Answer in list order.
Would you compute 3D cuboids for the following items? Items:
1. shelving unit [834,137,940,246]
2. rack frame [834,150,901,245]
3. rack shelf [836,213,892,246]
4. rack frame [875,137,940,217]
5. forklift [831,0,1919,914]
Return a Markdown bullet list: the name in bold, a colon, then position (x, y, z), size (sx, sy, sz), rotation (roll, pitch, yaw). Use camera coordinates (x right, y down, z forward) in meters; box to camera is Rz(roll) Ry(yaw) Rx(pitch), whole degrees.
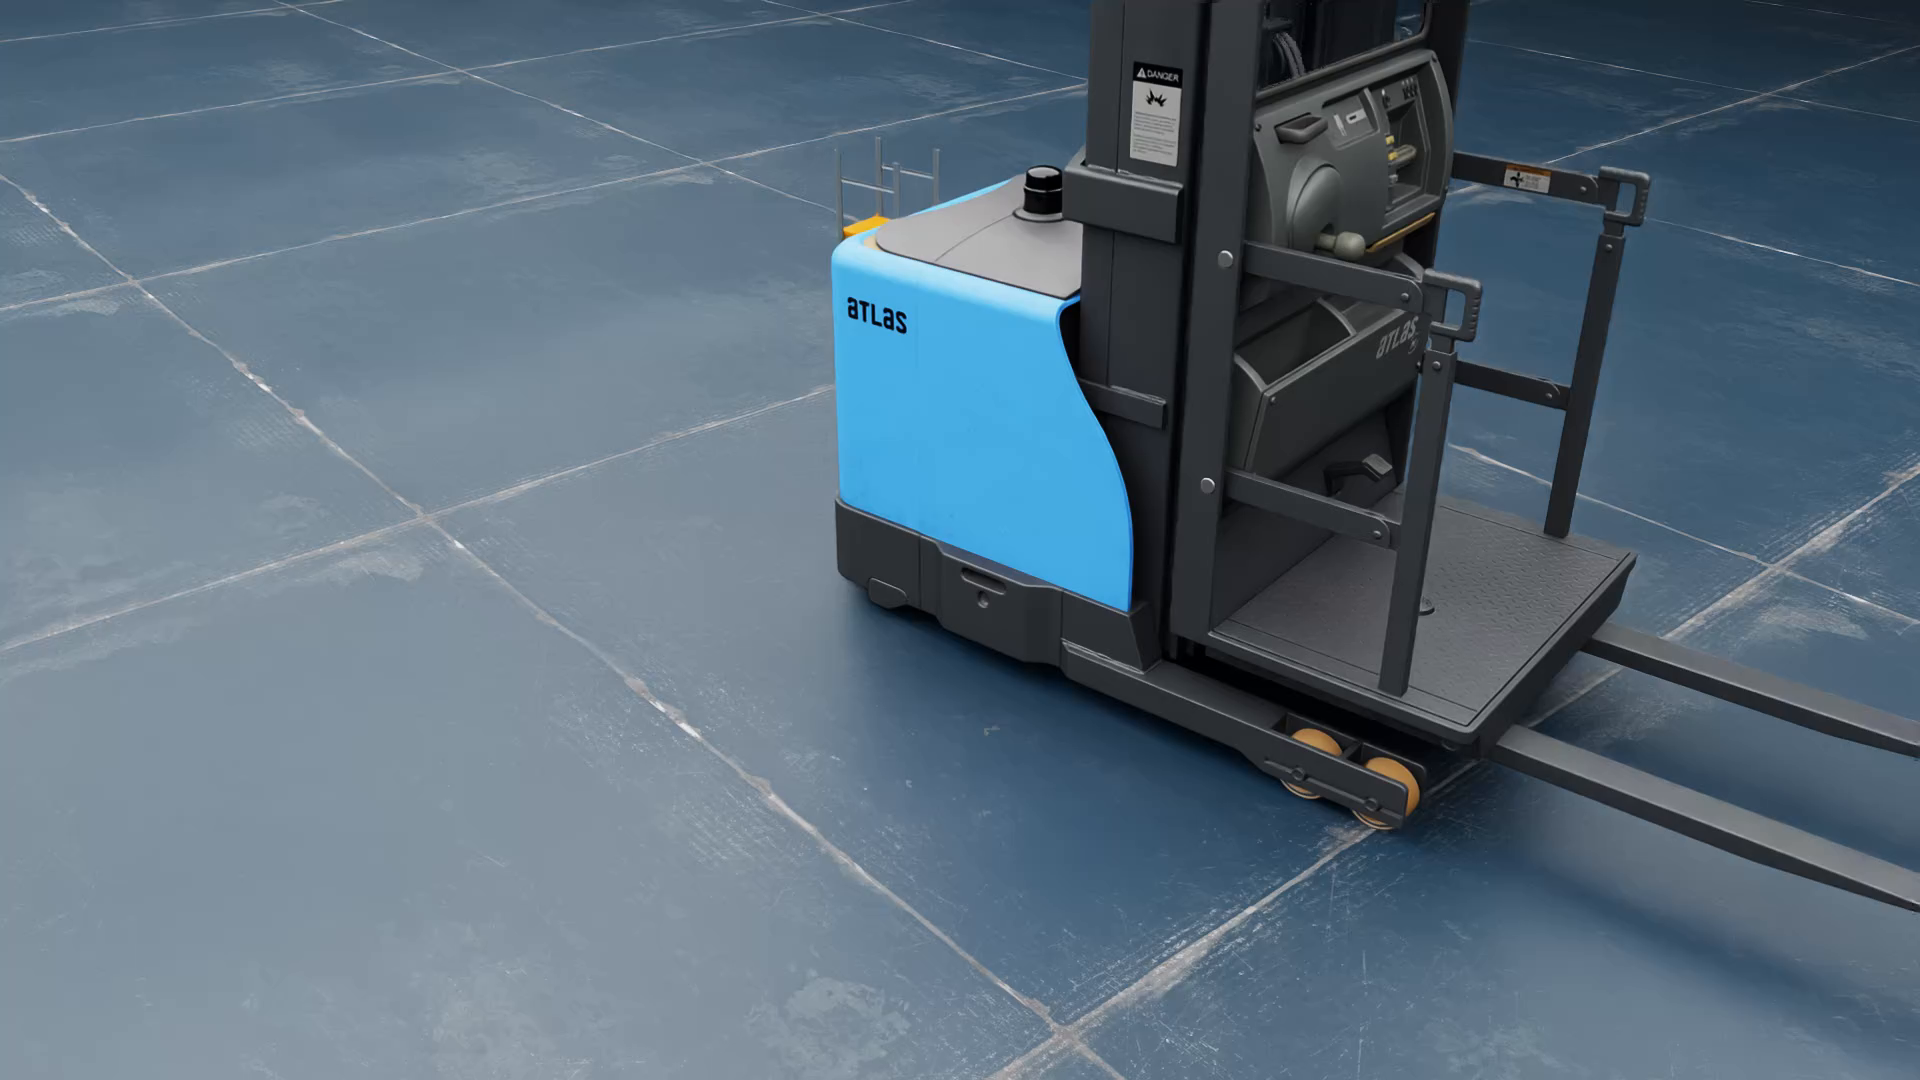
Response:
- **shelving unit**: position (-0.212, -0.602, 5.104), size (0.258, 1.200, 0.189), rotation (20, 34, 32)
- **rack frame**: position (-0.267, -0.568, 5.040), size (0.240, 1.200, 0.006), rotation (20, 34, 32)
- **rack shelf**: position (-0.212, -0.880, 4.955), size (0.258, 0.103, 0.180), rotation (20, 34, 32)
- **rack frame**: position (-0.156, -0.636, 5.168), size (0.240, 1.200, 0.006), rotation (20, 34, 32)
- **forklift**: position (1.100, -0.887, 3.800), size (3.031, 2.935, 1.130), rotation (21, 34, 34)
